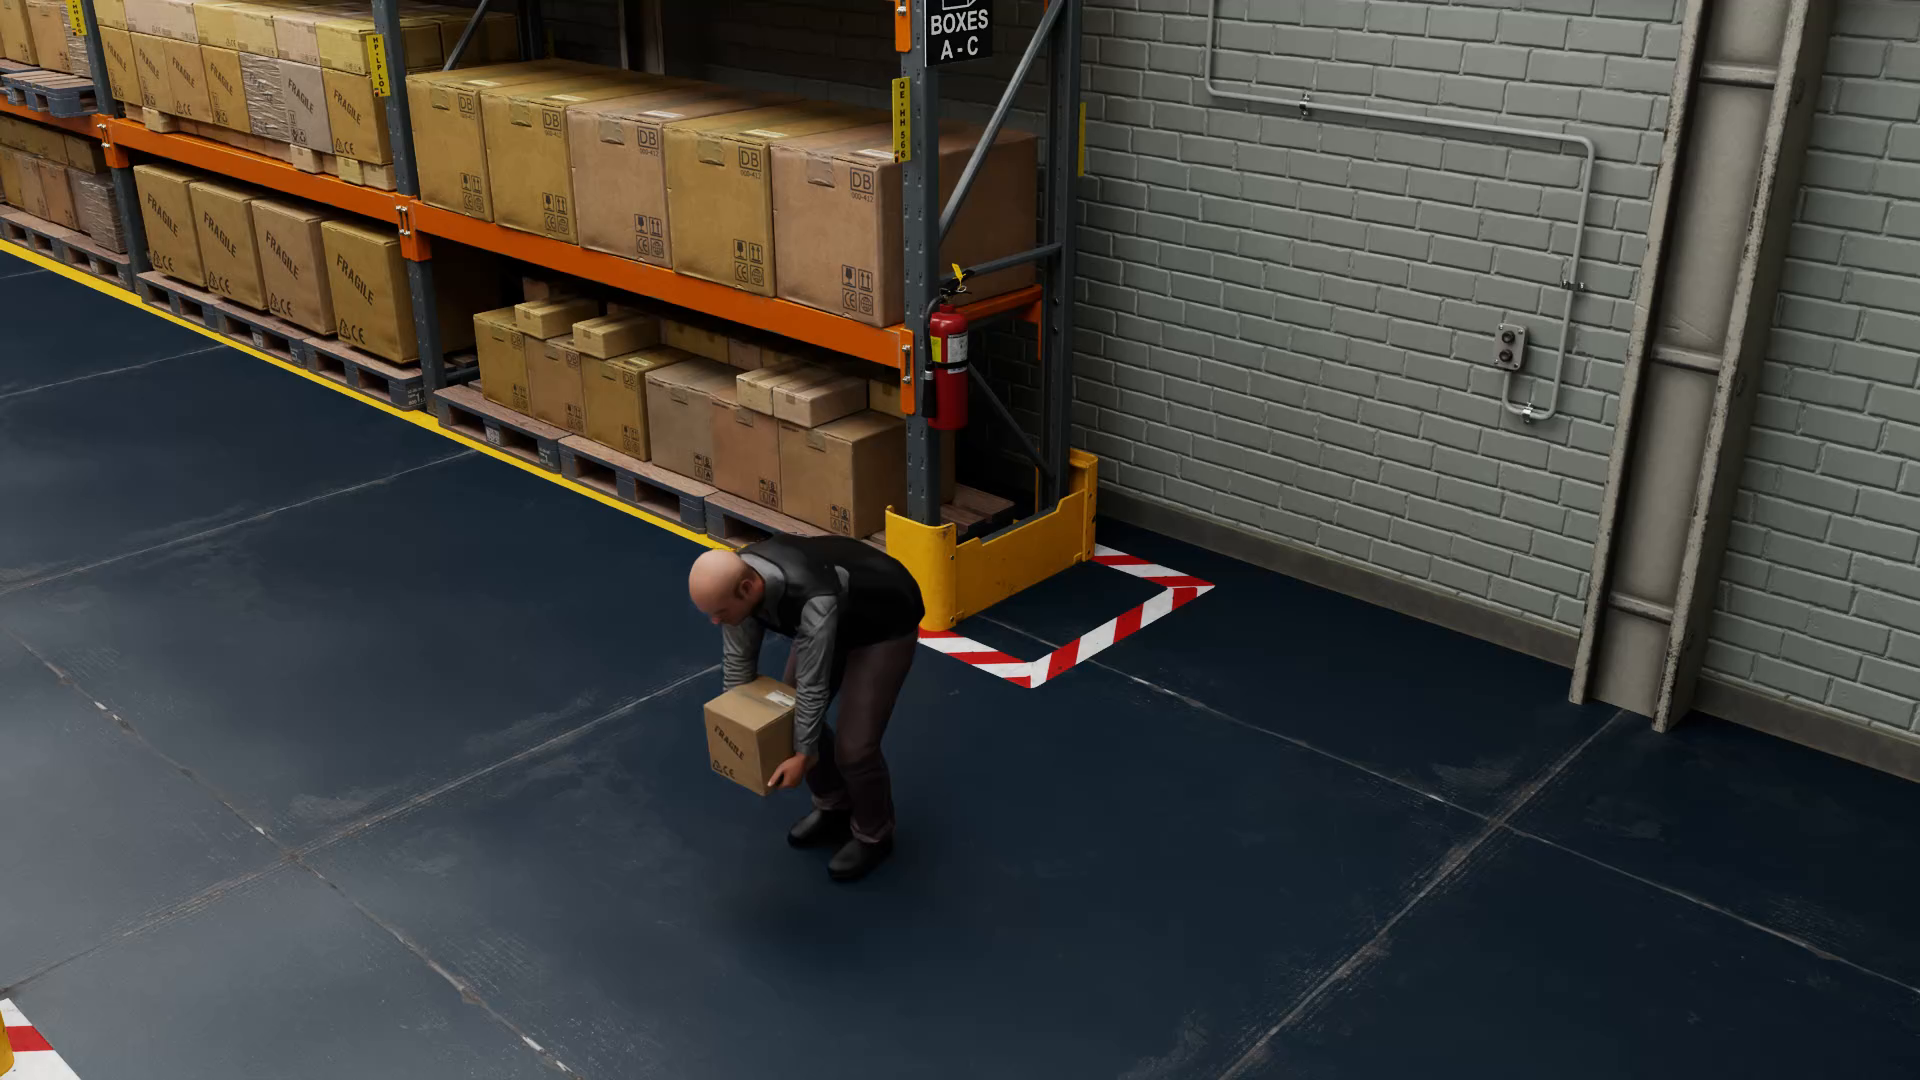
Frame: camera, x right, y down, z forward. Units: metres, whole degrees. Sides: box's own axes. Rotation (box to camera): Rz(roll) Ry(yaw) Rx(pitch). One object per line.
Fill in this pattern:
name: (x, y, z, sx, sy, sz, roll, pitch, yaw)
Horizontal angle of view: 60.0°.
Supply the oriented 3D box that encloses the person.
person: (-0.502, 0.524, 5.455, 0.474, 1.310, 0.896, 19, 30, 36)
